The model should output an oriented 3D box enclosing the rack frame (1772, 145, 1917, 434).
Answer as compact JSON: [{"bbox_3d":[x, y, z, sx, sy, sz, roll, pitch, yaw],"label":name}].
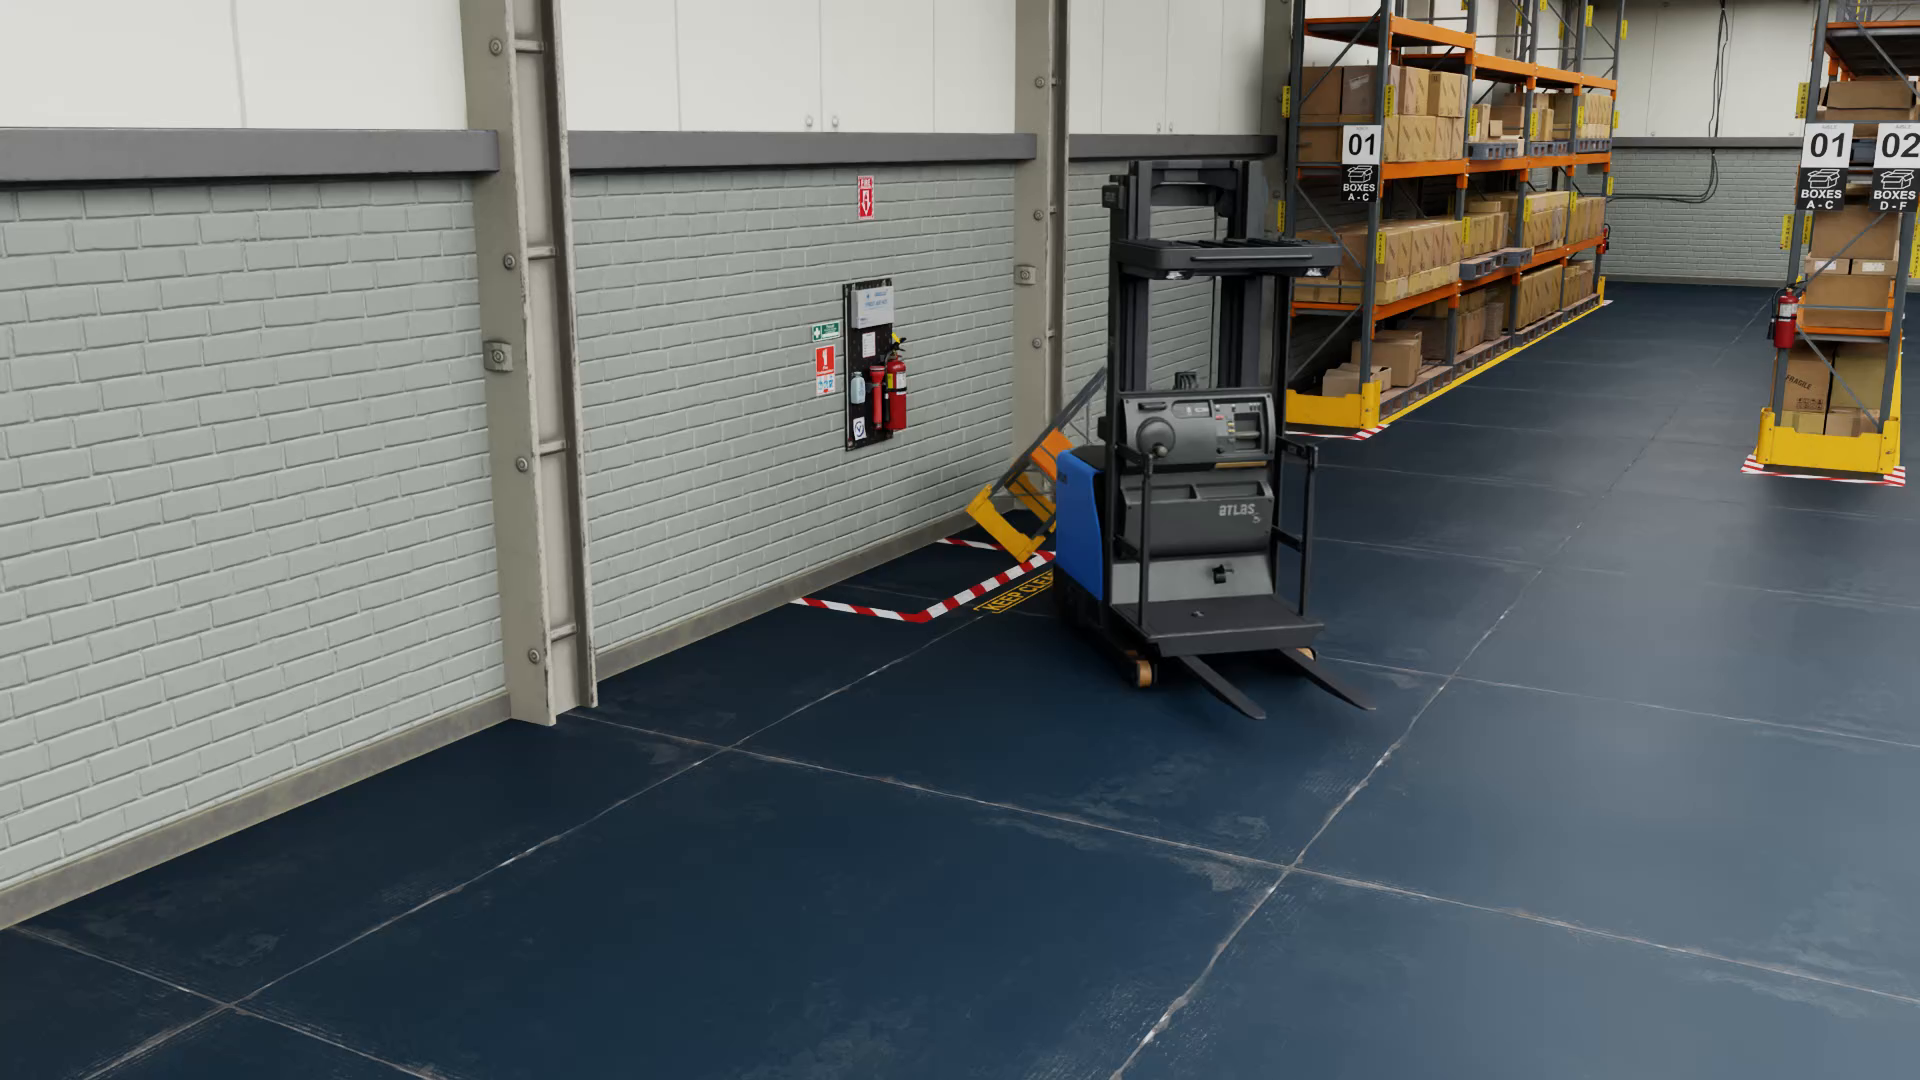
[{"bbox_3d":[8.322,-2.179,15.673,1.000,3.000,0.127,7,15,28],"label":"rack frame"}]

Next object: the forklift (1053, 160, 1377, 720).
[{"bbox_3d":[1.459,-0.673,9.572,1.130,2.935,3.031,-3,14,-13],"label":"forklift"}]

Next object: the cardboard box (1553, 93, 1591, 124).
[{"bbox_3d":[10.375,-7.319,28.202,0.500,0.500,0.500,7,15,28],"label":"cardboard box"}]

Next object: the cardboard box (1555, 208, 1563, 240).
[{"bbox_3d":[9.545,-5.176,27.211,0.500,0.500,0.500,8,15,28],"label":"cardboard box"}]

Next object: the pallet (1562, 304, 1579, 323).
[{"bbox_3d":[10.221,-3.993,29.147,1.003,0.211,1.213,7,15,28],"label":"pallet"}]

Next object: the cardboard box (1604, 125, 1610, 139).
[{"bbox_3d":[11.597,-7.480,30.471,0.500,0.250,0.500,8,16,30],"label":"cardboard box"}]

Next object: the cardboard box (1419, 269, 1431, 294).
[{"bbox_3d":[5.234,-3.056,19.588,0.500,0.250,0.500,8,15,29],"label":"cardboard box"}]

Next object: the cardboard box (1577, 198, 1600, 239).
[{"bbox_3d":[11.139,-5.912,30.516,0.980,0.700,0.700,7,15,28],"label":"cardboard box"}]

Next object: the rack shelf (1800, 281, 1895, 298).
[{"bbox_3d":[11.223,-3.061,20.863,1.077,0.370,4.000,7,15,28],"label":"rack shelf"}]

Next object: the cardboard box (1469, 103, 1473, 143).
[{"bbox_3d":[6.252,-5.375,21.417,0.500,0.500,0.500,10,17,36],"label":"cardboard box"}]

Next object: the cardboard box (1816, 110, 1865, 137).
[{"bbox_3d":[8.648,-4.103,16.377,0.500,0.250,0.500,7,15,28],"label":"cardboard box"}]

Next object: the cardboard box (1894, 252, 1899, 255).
[{"bbox_3d":[9.198,-2.811,16.697,0.380,0.149,0.250,7,15,26],"label":"cardboard box"}]

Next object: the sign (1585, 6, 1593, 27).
[{"bbox_3d":[10.266,-8.552,27.143,0.100,0.325,0.005,7,15,28],"label":"sign"}]

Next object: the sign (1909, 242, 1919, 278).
[{"bbox_3d":[8.805,-2.575,15.296,0.100,0.325,0.005,7,15,28],"label":"sign"}]

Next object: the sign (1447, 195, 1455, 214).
[{"bbox_3d":[7.364,-5.006,24.928,0.100,0.325,0.005,7,15,28],"label":"sign"}]

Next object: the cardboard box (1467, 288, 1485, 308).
[{"bbox_3d":[7.218,-3.481,23.867,0.500,0.250,0.500,8,16,29],"label":"cardboard box"}]

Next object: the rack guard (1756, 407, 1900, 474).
[{"bbox_3d":[8.311,-0.959,15.946,1.175,0.500,0.348,7,15,28],"label":"rack guard"}]

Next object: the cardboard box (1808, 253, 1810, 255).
[{"bbox_3d":[8.589,-2.750,16.441,0.380,0.149,0.250,7,15,27],"label":"cardboard box"}]

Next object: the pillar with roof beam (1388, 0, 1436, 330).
[{"bbox_3d":[10.234,-6.641,21.380,9.100,9.000,0.400,7,15,28],"label":"pillar with roof beam"}]

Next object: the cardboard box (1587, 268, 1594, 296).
[{"bbox_3d":[11.468,-4.856,31.215,0.700,0.500,0.500,7,15,28],"label":"cardboard box"}]

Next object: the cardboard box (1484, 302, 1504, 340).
[{"bbox_3d":[7.549,-3.226,24.410,0.700,0.500,0.500,8,16,29],"label":"cardboard box"}]

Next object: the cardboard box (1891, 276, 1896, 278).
[{"bbox_3d":[11.997,-3.483,21.615,0.380,0.149,0.250,7,15,28],"label":"cardboard box"}]

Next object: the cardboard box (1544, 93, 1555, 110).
[{"bbox_3d":[9.918,-7.374,28.431,0.500,0.500,0.500,7,15,28],"label":"cardboard box"}]

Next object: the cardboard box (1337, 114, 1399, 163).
[{"bbox_3d":[4.364,-4.297,17.799,0.500,0.500,0.500,8,16,30],"label":"cardboard box"}]

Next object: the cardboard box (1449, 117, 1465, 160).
[{"bbox_3d":[5.889,-4.945,20.488,0.500,0.500,0.500,8,16,30],"label":"cardboard box"}]

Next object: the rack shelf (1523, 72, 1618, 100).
[{"bbox_3d":[10.752,-7.984,29.340,1.077,0.370,4.000,7,15,28],"label":"rack shelf"}]

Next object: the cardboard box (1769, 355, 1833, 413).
[{"bbox_3d":[8.321,-1.555,16.454,0.500,0.500,0.500,7,15,28],"label":"cardboard box"}]

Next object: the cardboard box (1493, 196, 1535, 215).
[{"bbox_3d":[8.310,-5.018,24.959,0.500,0.250,0.500,8,16,29],"label":"cardboard box"}]

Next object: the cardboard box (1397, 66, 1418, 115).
[{"bbox_3d":[4.670,-4.891,18.132,0.500,0.500,0.500,7,15,27],"label":"cardboard box"}]

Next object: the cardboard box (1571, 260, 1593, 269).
[{"bbox_3d":[11.565,-5.125,30.944,0.380,0.149,0.250,7,15,27],"label":"cardboard box"}]

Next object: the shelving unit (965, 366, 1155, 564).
[{"bbox_3d":[0.865,-0.666,12.544,0.587,1.500,1.083,43,21,2],"label":"shelving unit"}]

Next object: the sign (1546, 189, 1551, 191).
[{"bbox_3d":[11.236,-6.546,31.769,0.100,0.325,0.005,7,15,28],"label":"sign"}]

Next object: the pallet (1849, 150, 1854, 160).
[{"bbox_3d":[11.402,-4.808,20.579,1.003,0.211,1.213,8,16,31],"label":"pallet"}]

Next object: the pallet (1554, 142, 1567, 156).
[{"bbox_3d":[9.385,-6.373,27.078,0.805,0.209,1.217,7,15,26],"label":"pallet"}]

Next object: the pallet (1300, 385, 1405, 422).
[{"bbox_3d":[4.444,-1.562,19.064,1.003,0.211,1.213,7,15,28],"label":"pallet"}]

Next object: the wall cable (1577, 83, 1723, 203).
[{"bbox_3d":[14.766,-8.549,35.920,3.097,2.526,0.112,7,15,28],"label":"wall cable"}]

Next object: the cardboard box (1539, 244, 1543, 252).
[{"bbox_3d":[9.078,-4.679,26.535,0.380,0.149,0.250,8,16,30],"label":"cardboard box"}]

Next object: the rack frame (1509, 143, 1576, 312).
[{"bbox_3d":[9.785,-5.202,28.210,1.000,3.000,0.127,7,15,28],"label":"rack frame"}]

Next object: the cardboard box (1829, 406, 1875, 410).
[{"bbox_3d":[9.015,-1.235,16.725,0.500,0.250,0.500,7,15,28],"label":"cardboard box"}]

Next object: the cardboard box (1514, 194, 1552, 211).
[{"bbox_3d":[9.035,-5.331,26.257,0.500,0.250,0.500,7,15,27],"label":"cardboard box"}]

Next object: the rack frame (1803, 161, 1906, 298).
[{"bbox_3d":[10.256,-3.000,19.077,1.000,3.000,0.127,7,15,28],"label":"rack frame"}]

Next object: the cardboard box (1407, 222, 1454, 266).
[{"bbox_3d":[5.724,-3.627,20.354,0.500,0.500,0.500,7,15,28],"label":"cardboard box"}]

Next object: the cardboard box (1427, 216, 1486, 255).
[{"bbox_3d":[6.761,-4.176,22.803,0.700,0.500,0.500,10,17,36],"label":"cardboard box"}]

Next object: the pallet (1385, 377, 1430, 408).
[{"bbox_3d":[5.035,-1.812,20.098,1.003,0.211,1.213,7,15,28],"label":"pallet"}]

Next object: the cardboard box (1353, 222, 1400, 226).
[{"bbox_3d":[5.009,-3.582,20.168,0.500,0.500,0.500,8,16,30],"label":"cardboard box"}]

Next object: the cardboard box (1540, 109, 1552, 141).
[{"bbox_3d":[9.051,-6.633,26.594,0.700,0.500,0.500,7,15,27],"label":"cardboard box"}]

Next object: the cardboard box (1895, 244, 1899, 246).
[{"bbox_3d":[9.940,-3.125,18.000,0.380,0.149,0.250,7,15,28],"label":"cardboard box"}]

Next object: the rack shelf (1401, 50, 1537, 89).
[{"bbox_3d":[6.884,-6.343,22.532,1.077,0.370,4.000,7,15,28],"label":"rack shelf"}]

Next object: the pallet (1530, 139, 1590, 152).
[{"bbox_3d":[10.190,-6.784,28.560,1.003,0.211,1.213,7,15,28],"label":"pallet"}]

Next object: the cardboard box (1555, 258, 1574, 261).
[{"bbox_3d":[11.353,-5.220,31.339,0.380,0.149,0.250,7,15,28],"label":"cardboard box"}]

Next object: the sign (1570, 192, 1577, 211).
[{"bbox_3d":[10.265,-5.667,27.837,0.100,0.325,0.005,7,15,28],"label":"sign"}]

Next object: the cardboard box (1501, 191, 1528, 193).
[{"bbox_3d":[9.088,-5.596,27.356,0.500,0.250,0.500,8,15,29],"label":"cardboard box"}]

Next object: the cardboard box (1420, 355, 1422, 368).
[{"bbox_3d":[5.685,-2.284,21.213,0.380,0.166,0.250,5,15,21],"label":"cardboard box"}]

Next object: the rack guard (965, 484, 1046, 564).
[{"bbox_3d":[0.336,-0.119,12.300,0.587,0.250,0.087,43,21,2],"label":"rack guard"}]

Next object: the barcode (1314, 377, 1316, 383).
[{"bbox_3d":[4.056,-1.832,19.010,0.001,0.075,0.075,7,15,28],"label":"barcode"}]
